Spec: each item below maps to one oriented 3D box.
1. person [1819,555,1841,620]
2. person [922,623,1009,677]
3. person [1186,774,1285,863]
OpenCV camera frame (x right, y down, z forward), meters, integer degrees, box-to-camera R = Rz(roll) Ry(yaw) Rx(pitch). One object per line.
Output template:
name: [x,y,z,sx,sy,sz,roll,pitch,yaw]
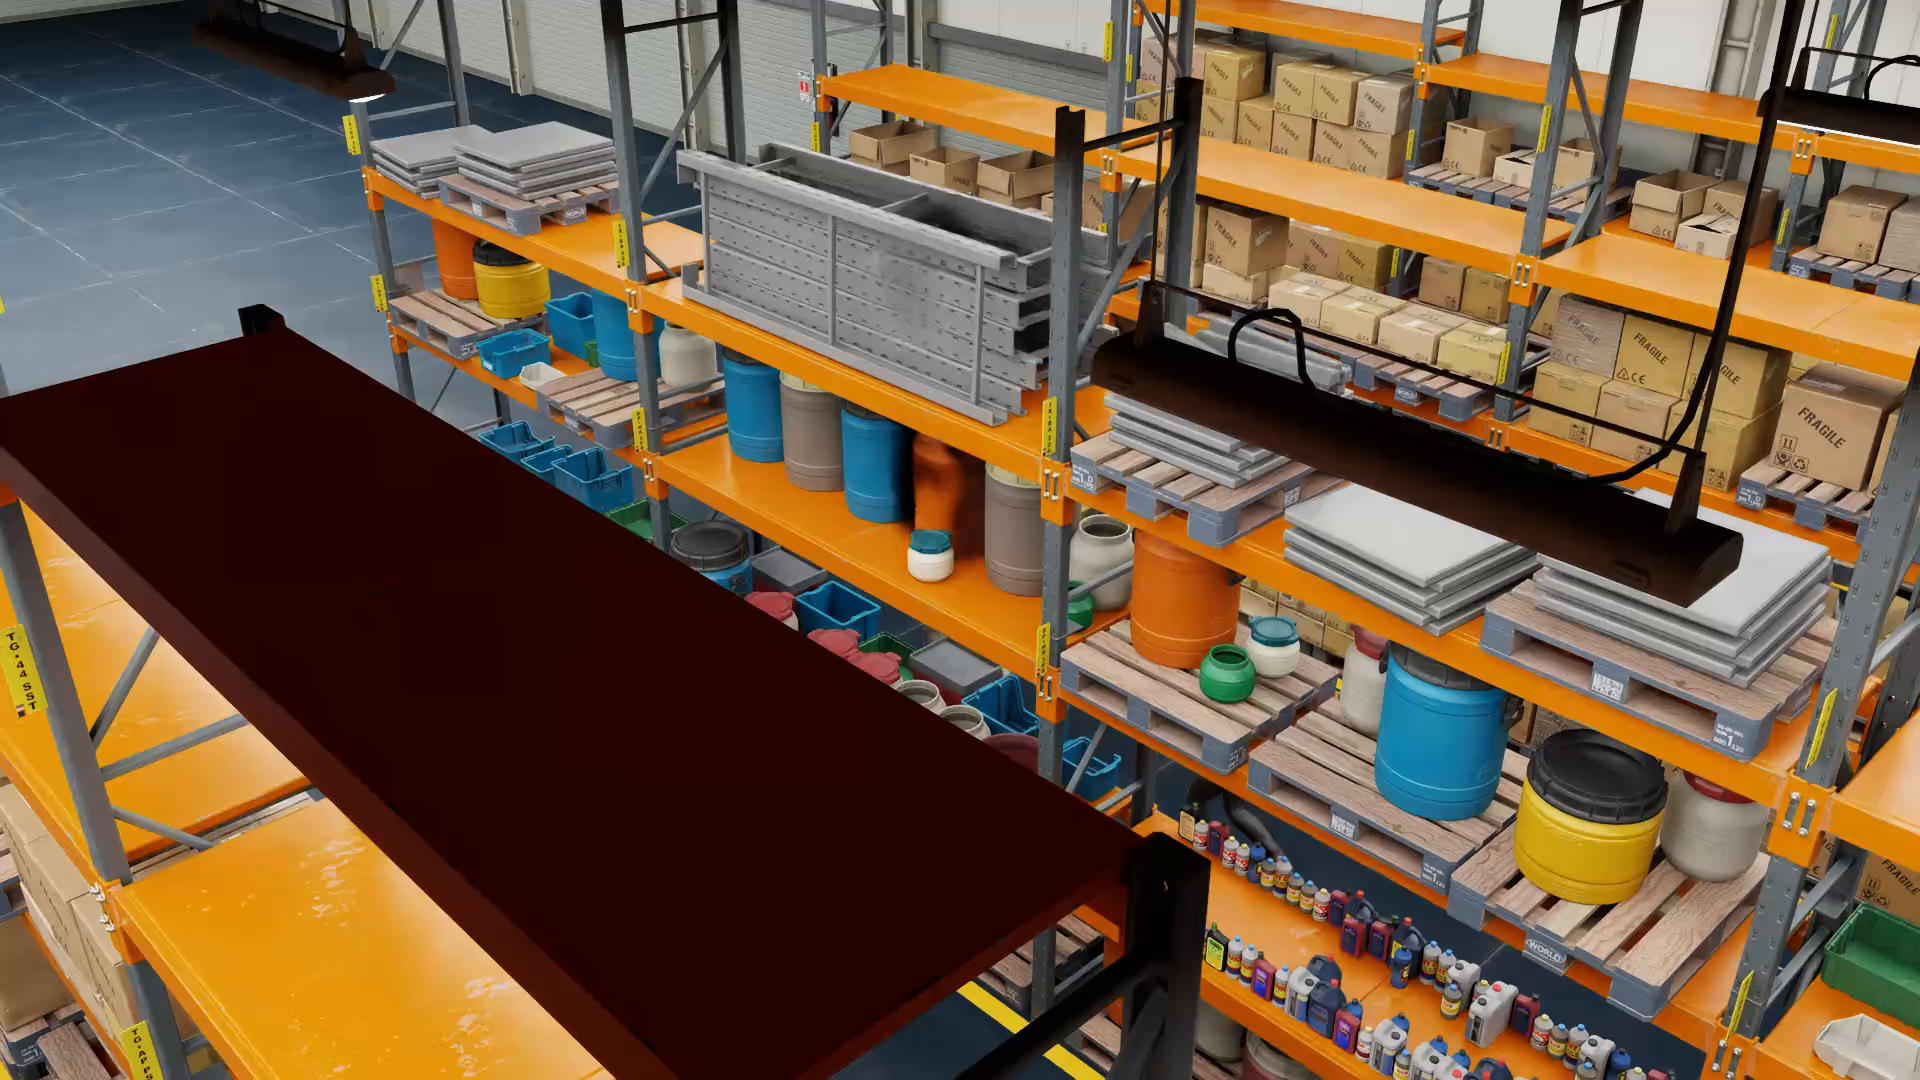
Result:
person: [7.630,0.133,14.835,0.812,1.738,0.556,23,36,36]
person: [-0.011,0.470,14.158,0.998,1.756,0.667,20,34,33]
person: [1.965,1.735,11.993,0.960,1.620,0.599,23,36,36]
